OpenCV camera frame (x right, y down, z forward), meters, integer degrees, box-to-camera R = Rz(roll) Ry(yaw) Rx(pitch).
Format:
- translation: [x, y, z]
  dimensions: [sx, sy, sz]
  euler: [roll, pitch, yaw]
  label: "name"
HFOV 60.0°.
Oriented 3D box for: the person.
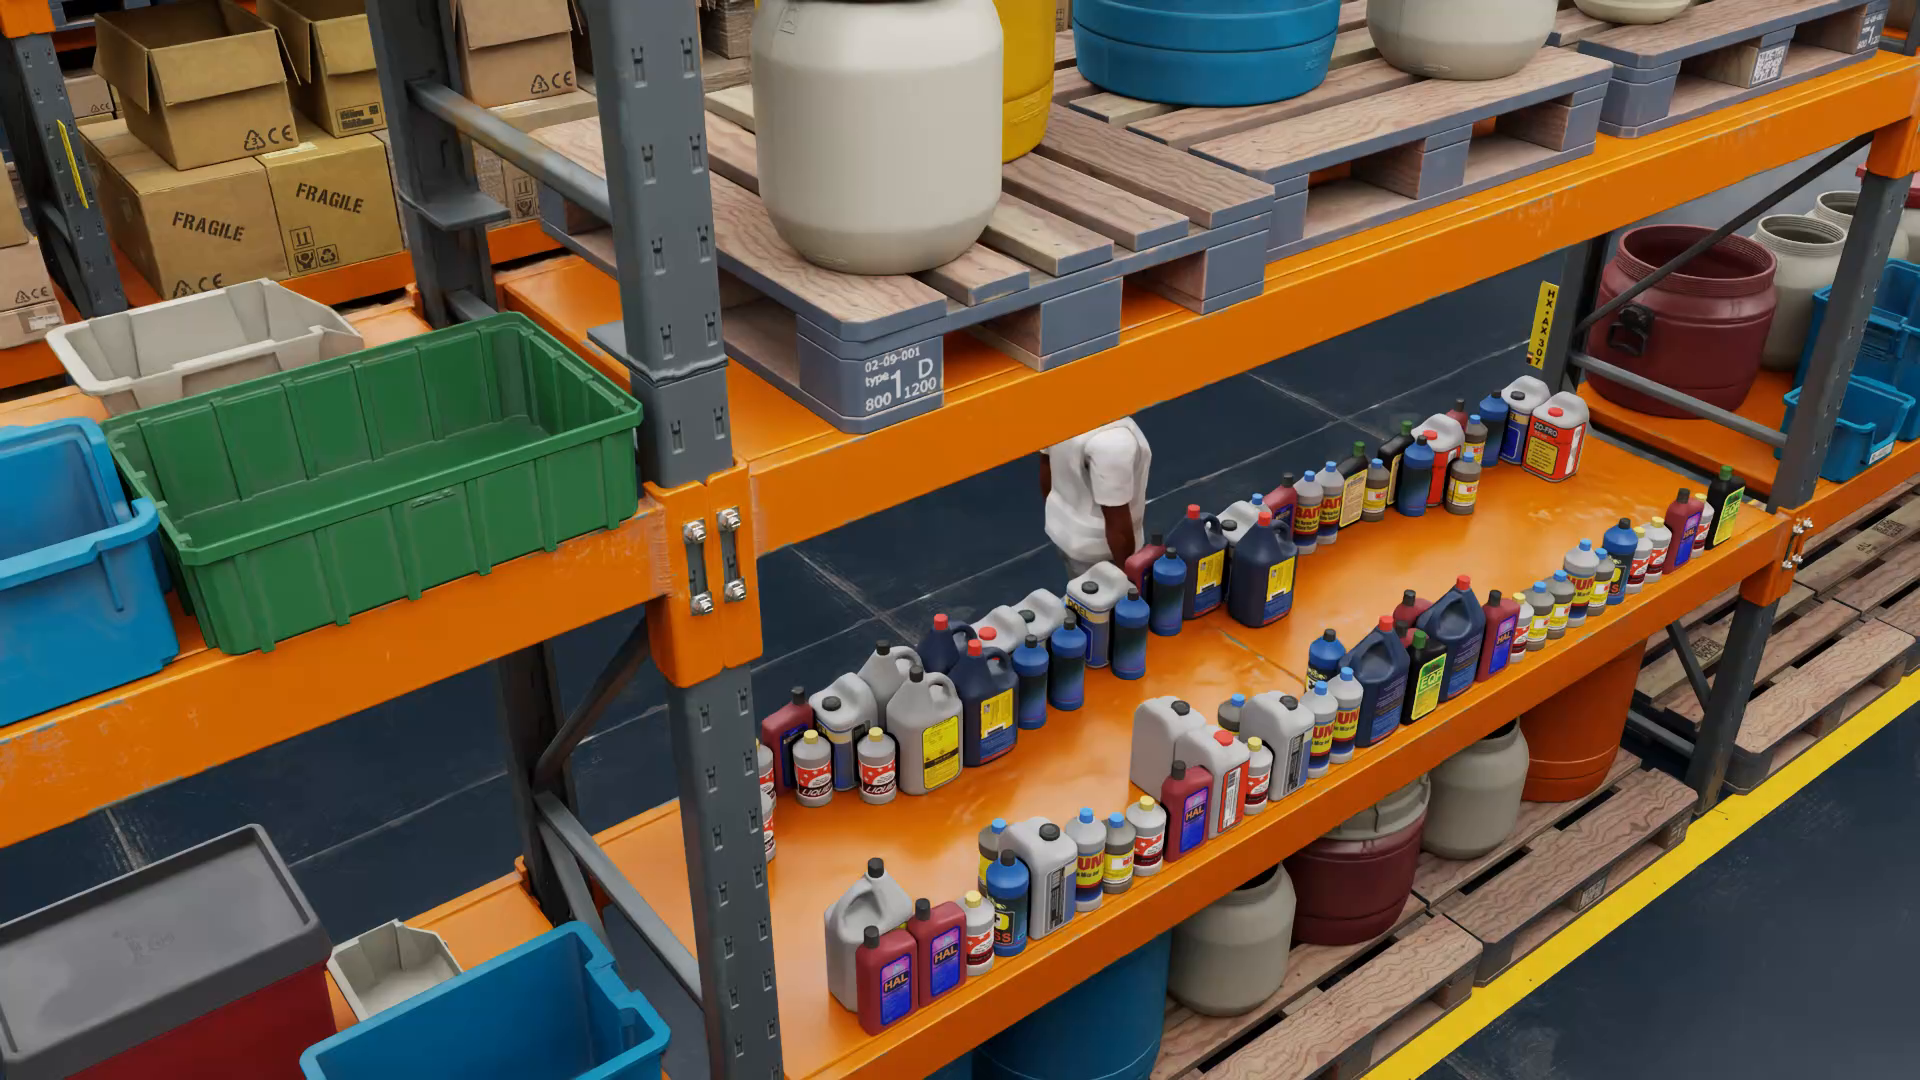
- translation: [0.507, 0.005, 6.123]
  dimensions: [0.525, 1.791, 0.600]
  euler: [-11, 34, -18]
  label: "person"
